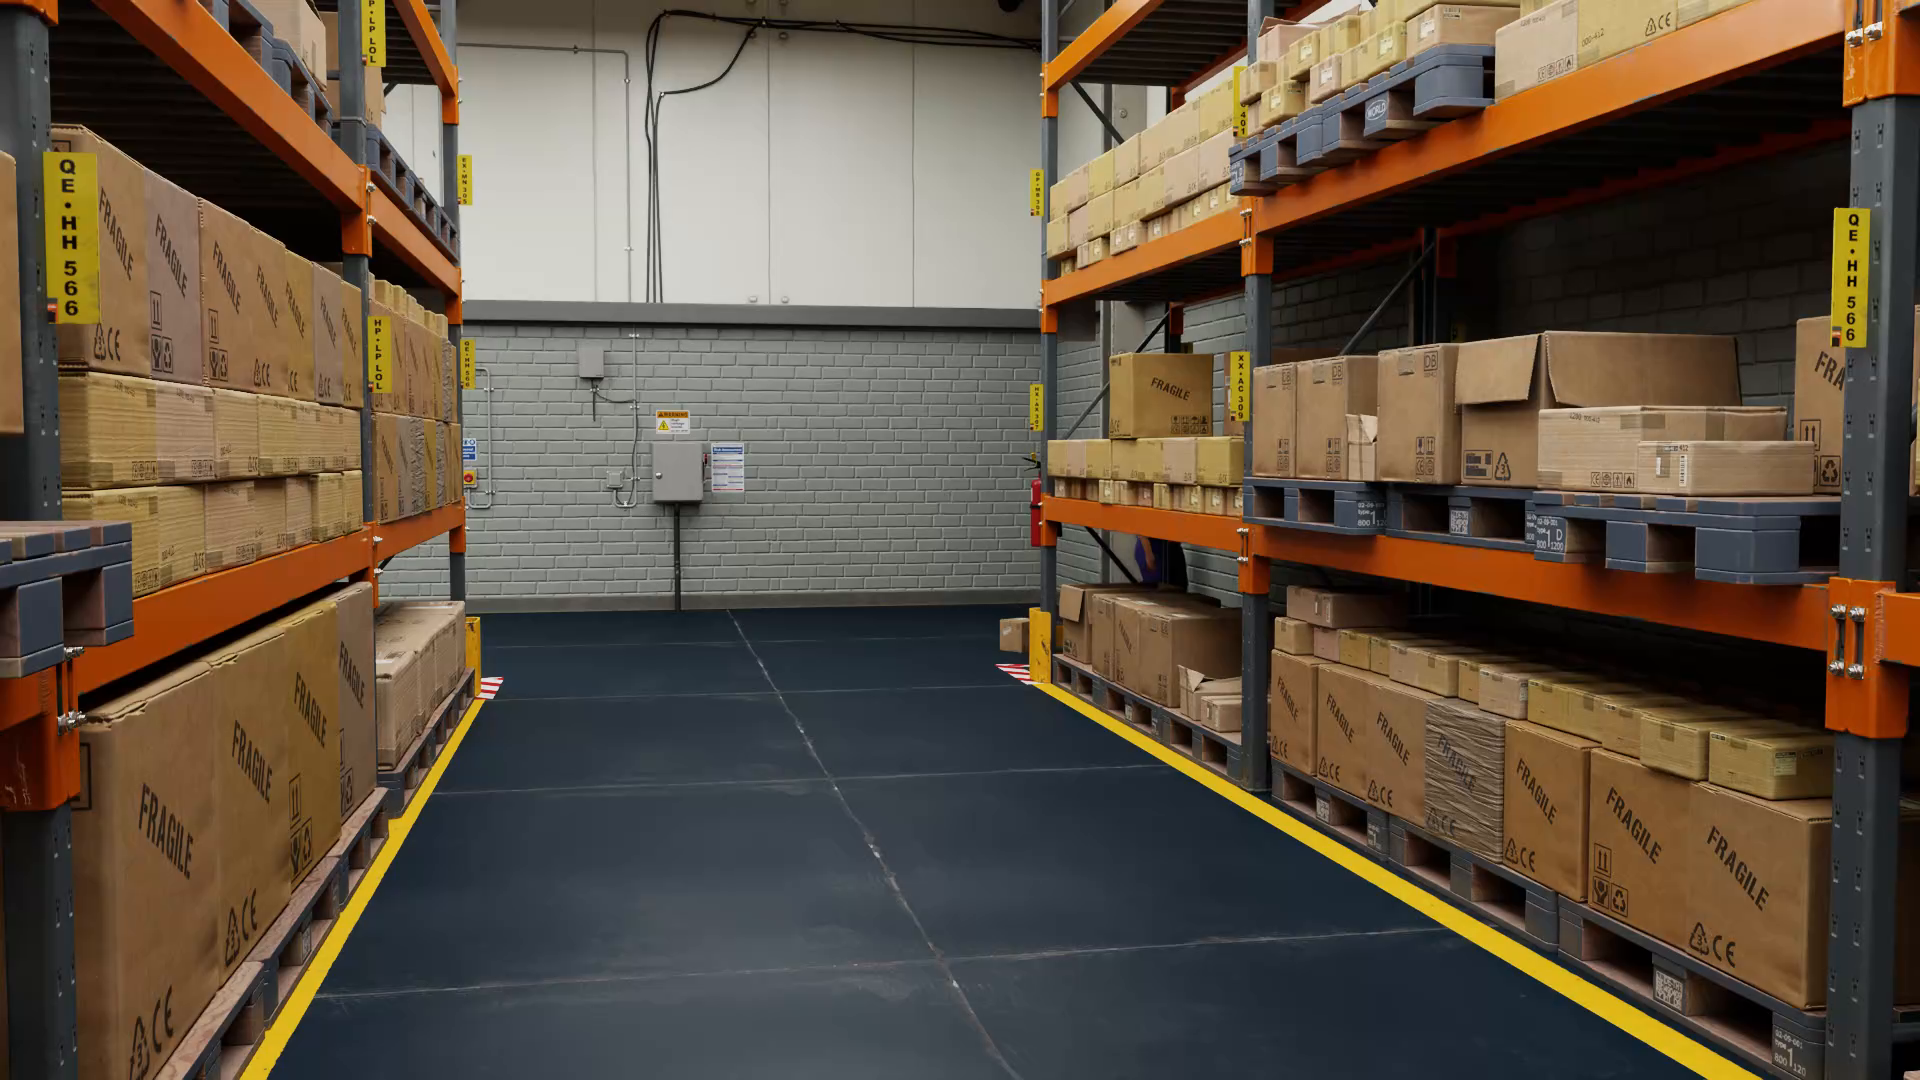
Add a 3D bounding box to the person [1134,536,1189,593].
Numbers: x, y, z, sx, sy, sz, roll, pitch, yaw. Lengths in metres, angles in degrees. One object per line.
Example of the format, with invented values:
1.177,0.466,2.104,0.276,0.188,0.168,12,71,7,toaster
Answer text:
1.550,0.093,13.106,0.662,1.627,0.494,3,4,39,person
